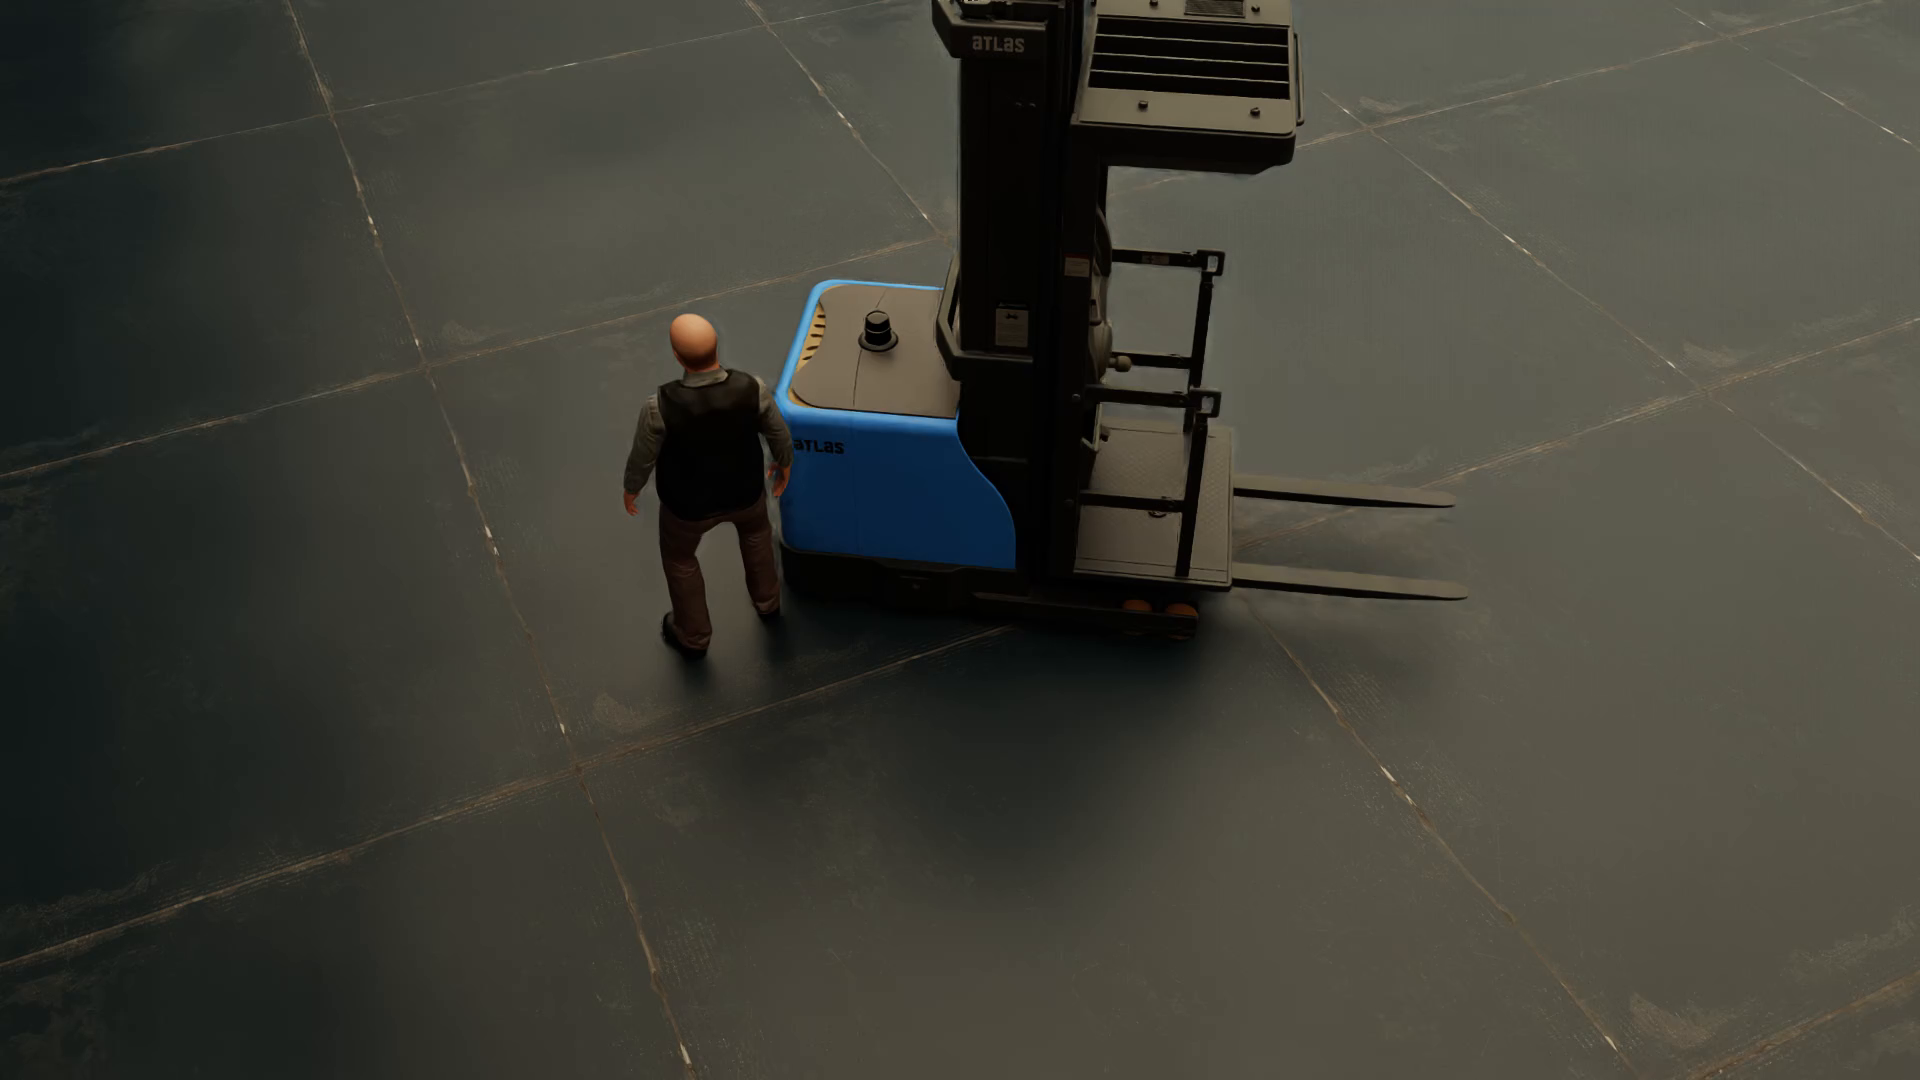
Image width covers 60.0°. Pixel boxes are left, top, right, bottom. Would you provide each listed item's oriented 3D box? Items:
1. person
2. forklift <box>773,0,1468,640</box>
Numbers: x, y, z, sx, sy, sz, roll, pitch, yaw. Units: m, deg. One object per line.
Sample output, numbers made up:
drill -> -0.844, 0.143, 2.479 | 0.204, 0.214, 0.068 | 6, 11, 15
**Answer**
person -> -1.031, -0.242, 6.852 | 0.711, 1.699, 0.490 | -15, 45, -16
forklift -> 0.755, -1.019, 6.772 | 3.031, 2.935, 1.130 | 5, 43, 5
